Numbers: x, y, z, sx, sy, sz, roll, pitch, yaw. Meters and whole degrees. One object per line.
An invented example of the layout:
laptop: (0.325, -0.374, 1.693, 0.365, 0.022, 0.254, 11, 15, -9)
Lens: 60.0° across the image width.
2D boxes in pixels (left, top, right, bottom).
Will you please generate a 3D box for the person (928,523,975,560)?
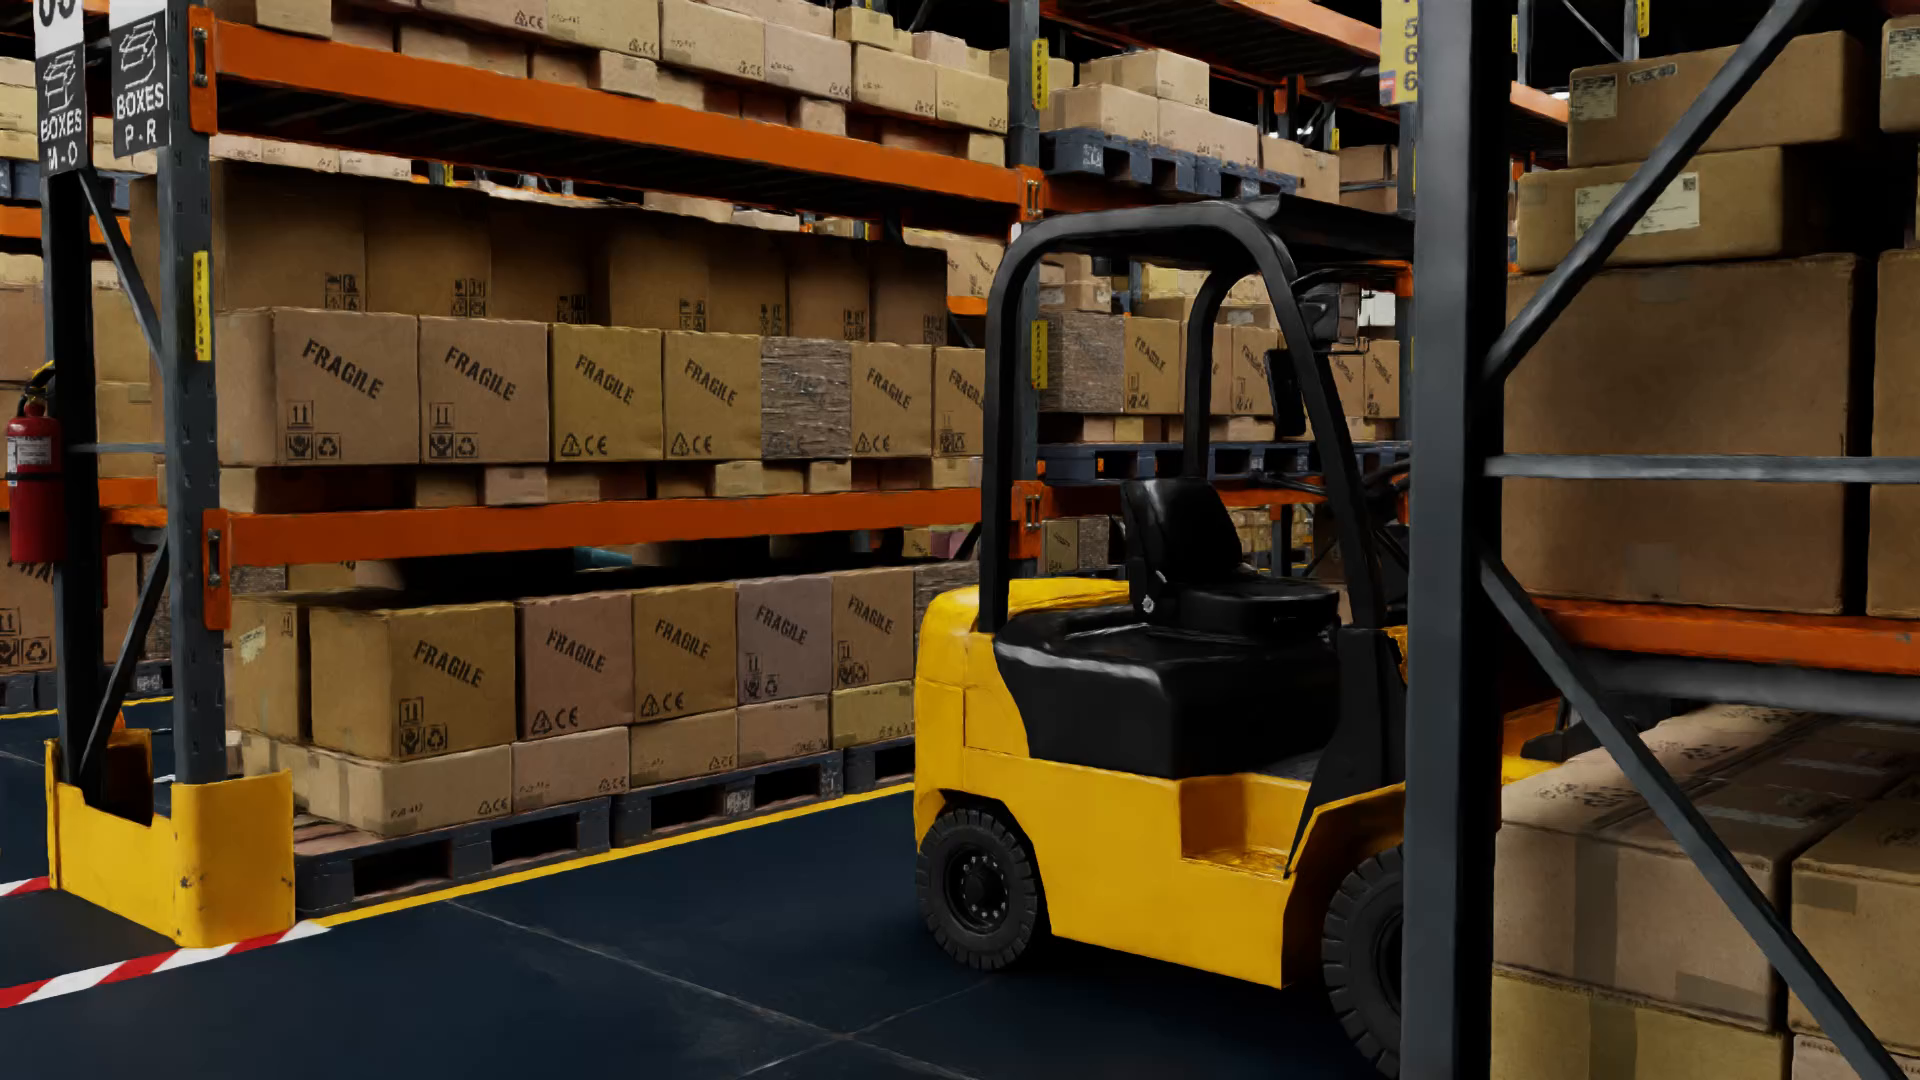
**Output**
person: (-0.070, -0.043, 11.726, 0.620, 1.652, 0.761, 1, 4, 19)
